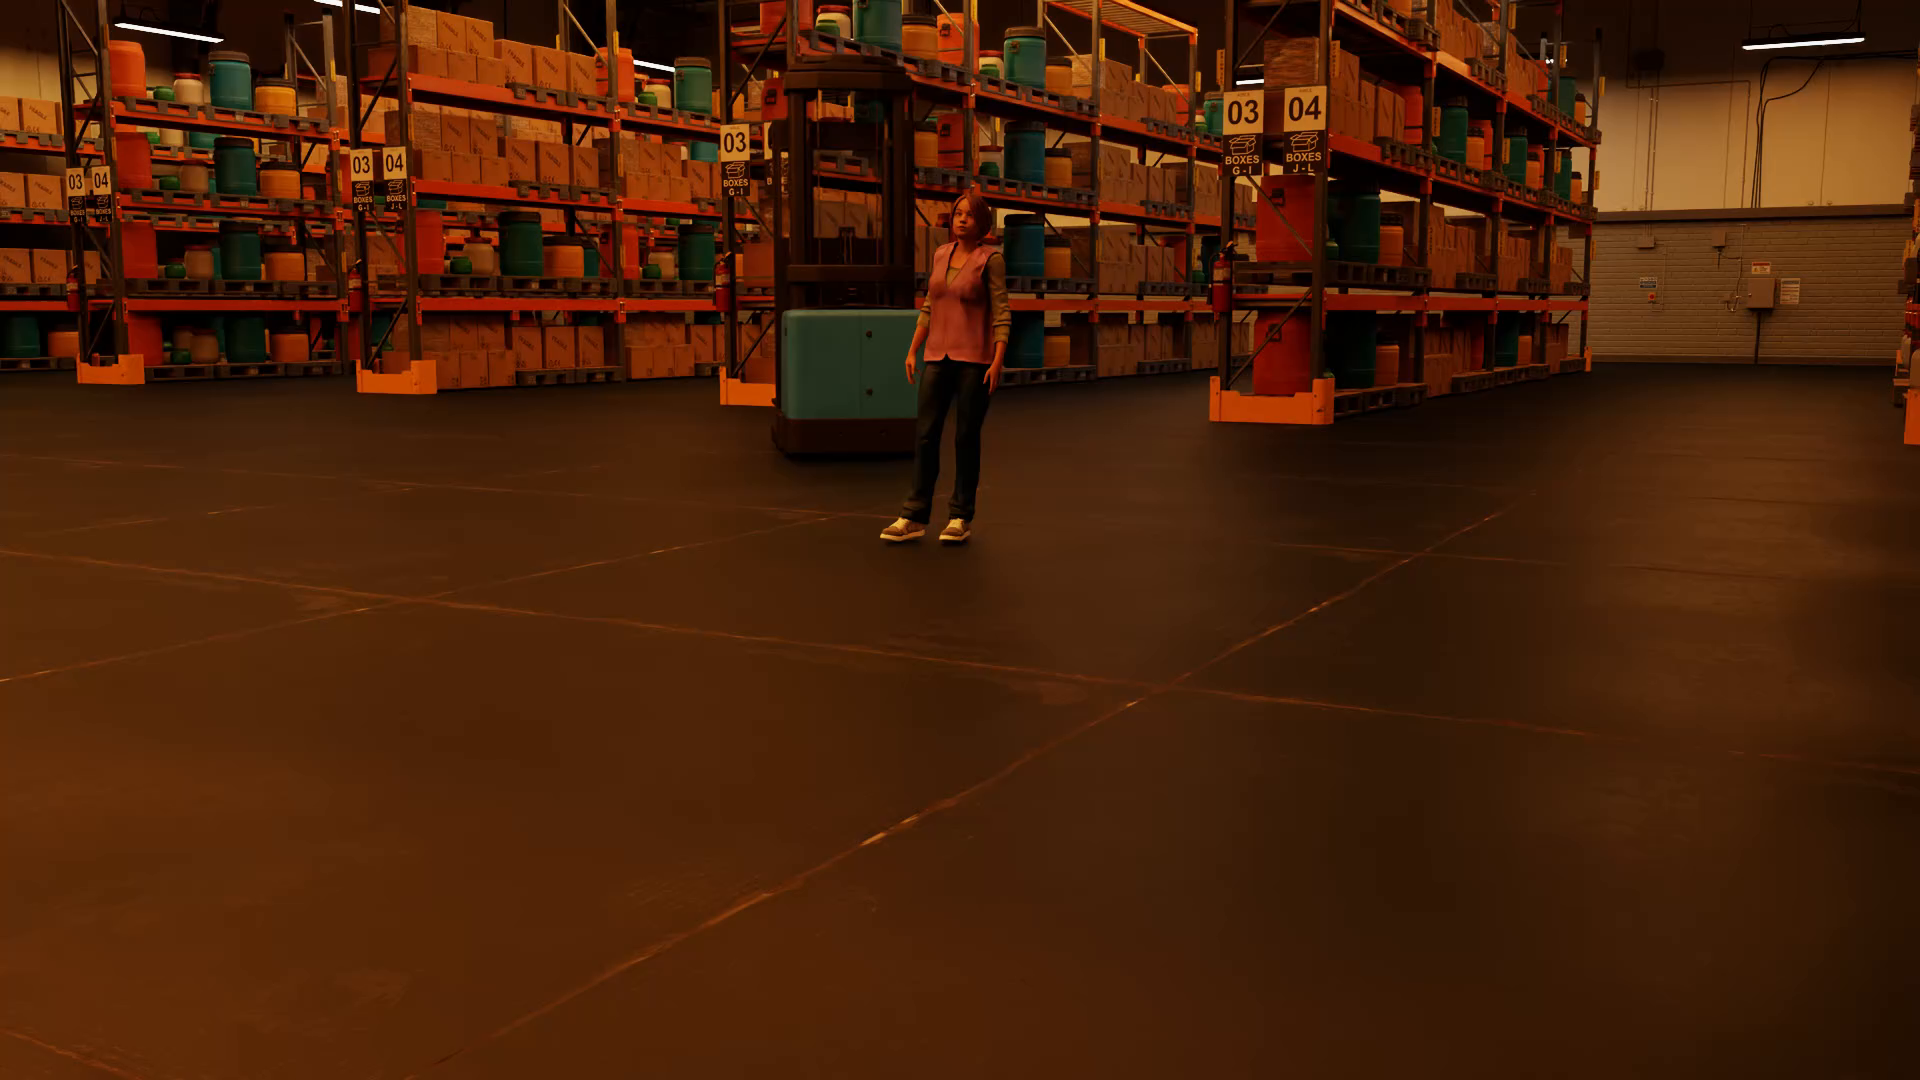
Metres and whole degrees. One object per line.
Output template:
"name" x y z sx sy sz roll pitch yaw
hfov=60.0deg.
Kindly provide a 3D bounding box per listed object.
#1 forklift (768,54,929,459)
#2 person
"forklift" -0.931 -2.206 13.079 1.130 2.935 3.031 -1 8 -9
"person" -0.048 -0.789 7.647 0.520 1.593 0.476 4 9 29
